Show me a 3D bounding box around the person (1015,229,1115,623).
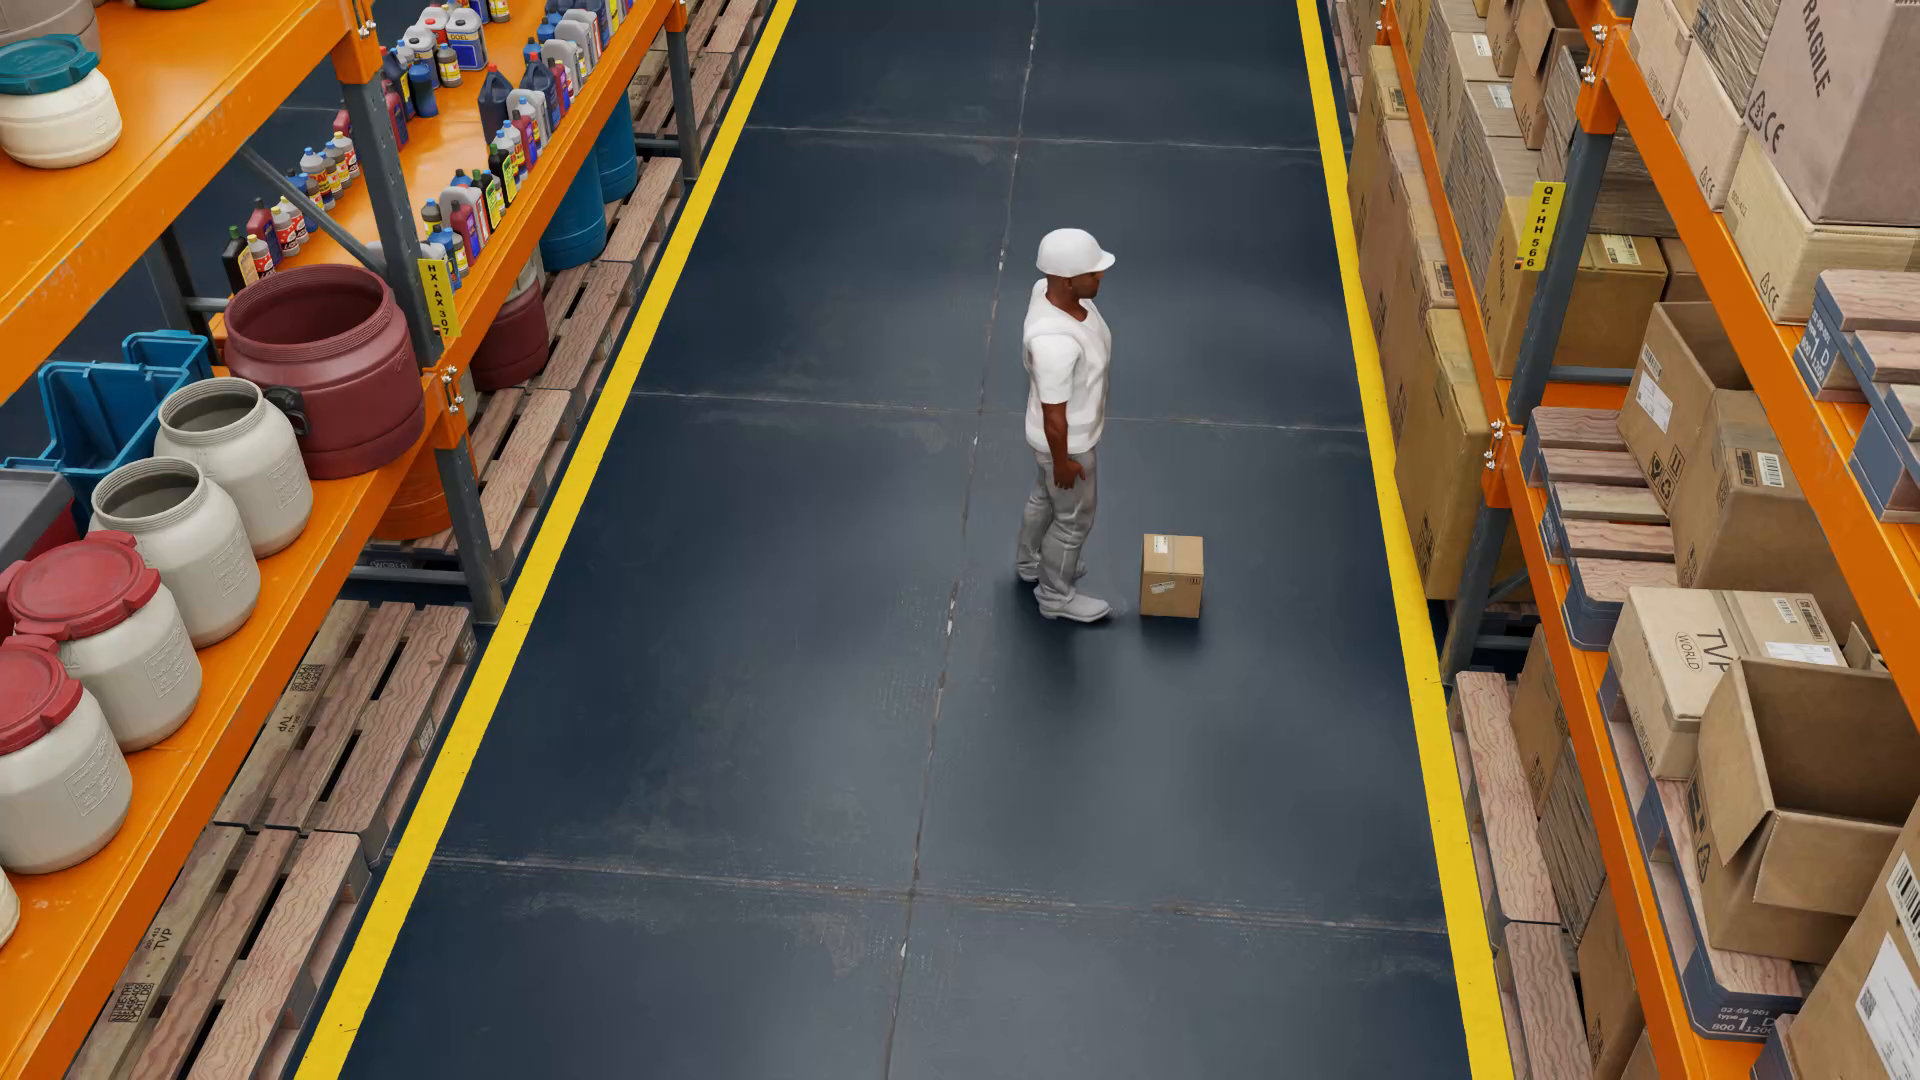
[{"bbox_3d":[0.446,-0.452,6.687,0.428,1.770,0.562,4,40,5],"label":"person"}]
